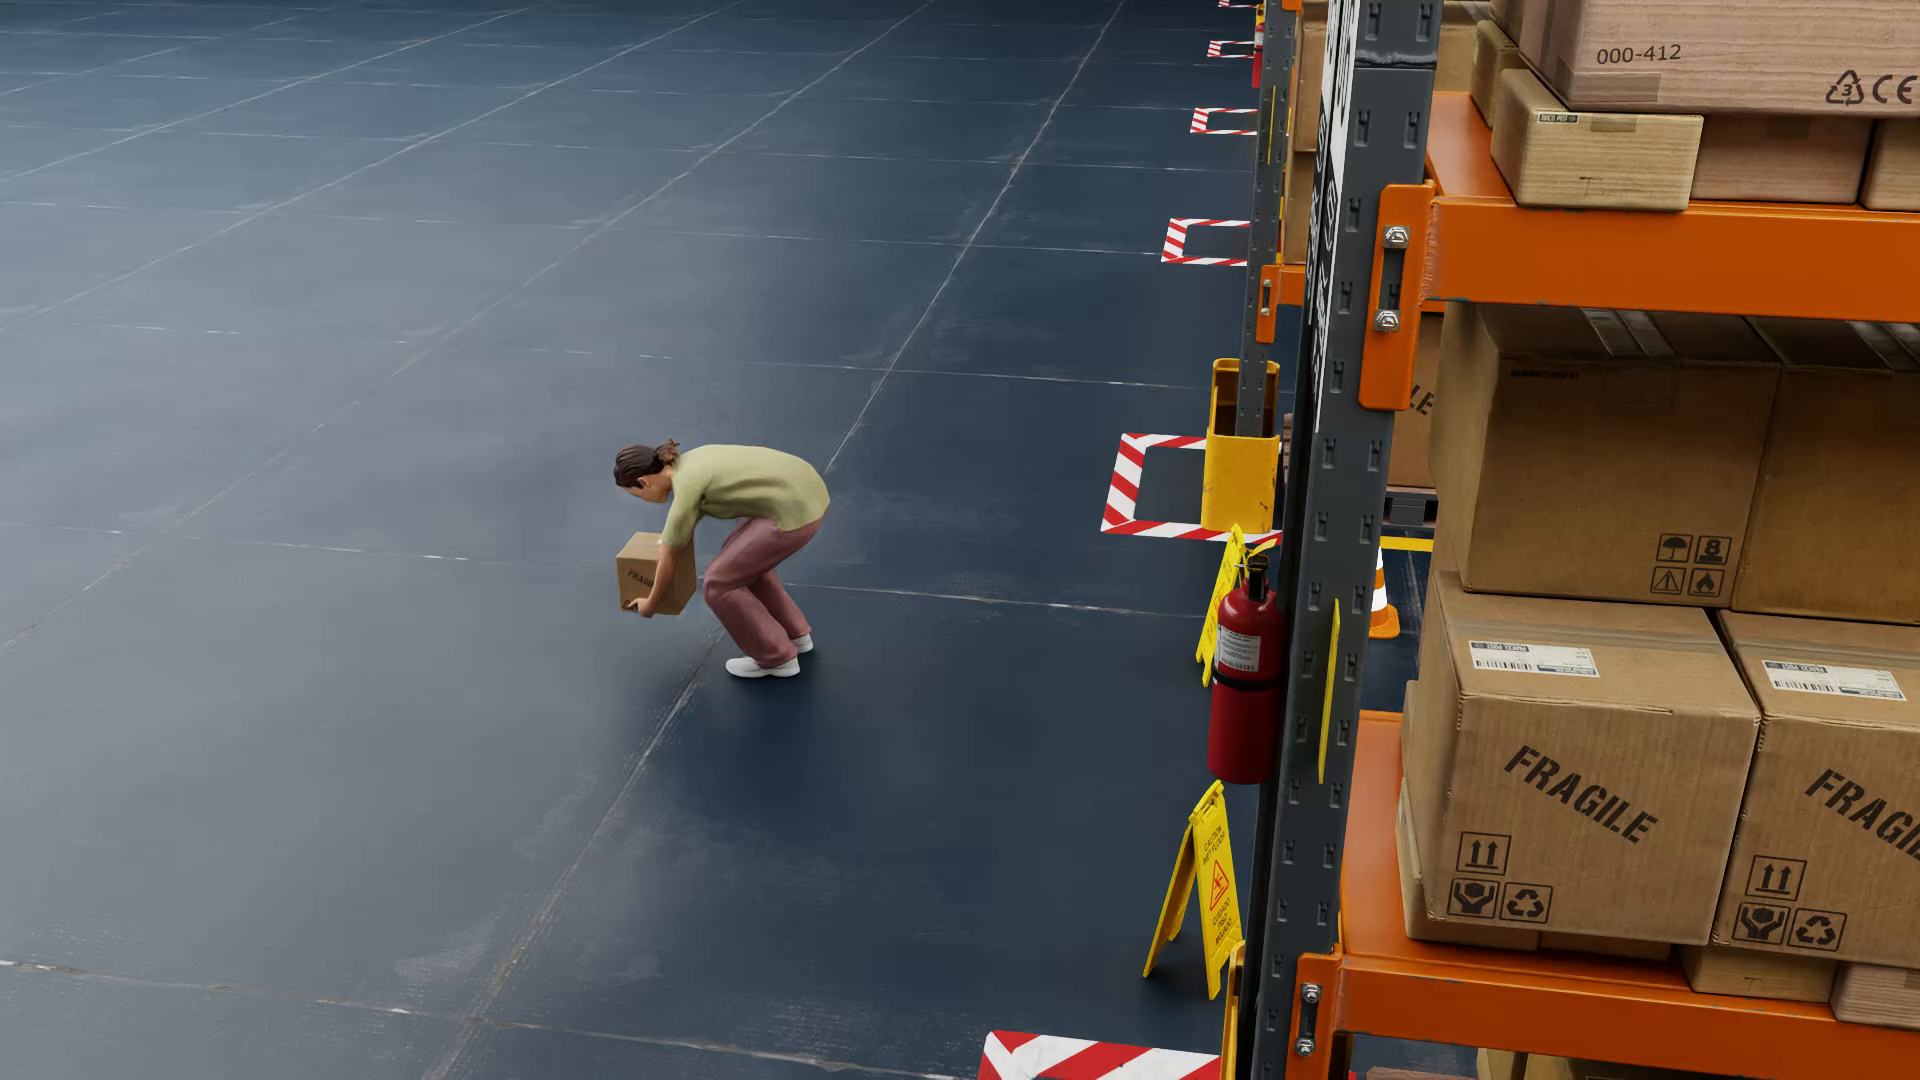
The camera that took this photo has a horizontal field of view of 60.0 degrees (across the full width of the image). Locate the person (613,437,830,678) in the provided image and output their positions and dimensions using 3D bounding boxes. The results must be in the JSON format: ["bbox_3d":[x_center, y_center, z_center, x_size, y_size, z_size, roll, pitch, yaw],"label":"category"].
[{"bbox_3d":[-0.964,0.050,6.815,0.868,0.987,0.472,3,25,6],"label":"person"}]
